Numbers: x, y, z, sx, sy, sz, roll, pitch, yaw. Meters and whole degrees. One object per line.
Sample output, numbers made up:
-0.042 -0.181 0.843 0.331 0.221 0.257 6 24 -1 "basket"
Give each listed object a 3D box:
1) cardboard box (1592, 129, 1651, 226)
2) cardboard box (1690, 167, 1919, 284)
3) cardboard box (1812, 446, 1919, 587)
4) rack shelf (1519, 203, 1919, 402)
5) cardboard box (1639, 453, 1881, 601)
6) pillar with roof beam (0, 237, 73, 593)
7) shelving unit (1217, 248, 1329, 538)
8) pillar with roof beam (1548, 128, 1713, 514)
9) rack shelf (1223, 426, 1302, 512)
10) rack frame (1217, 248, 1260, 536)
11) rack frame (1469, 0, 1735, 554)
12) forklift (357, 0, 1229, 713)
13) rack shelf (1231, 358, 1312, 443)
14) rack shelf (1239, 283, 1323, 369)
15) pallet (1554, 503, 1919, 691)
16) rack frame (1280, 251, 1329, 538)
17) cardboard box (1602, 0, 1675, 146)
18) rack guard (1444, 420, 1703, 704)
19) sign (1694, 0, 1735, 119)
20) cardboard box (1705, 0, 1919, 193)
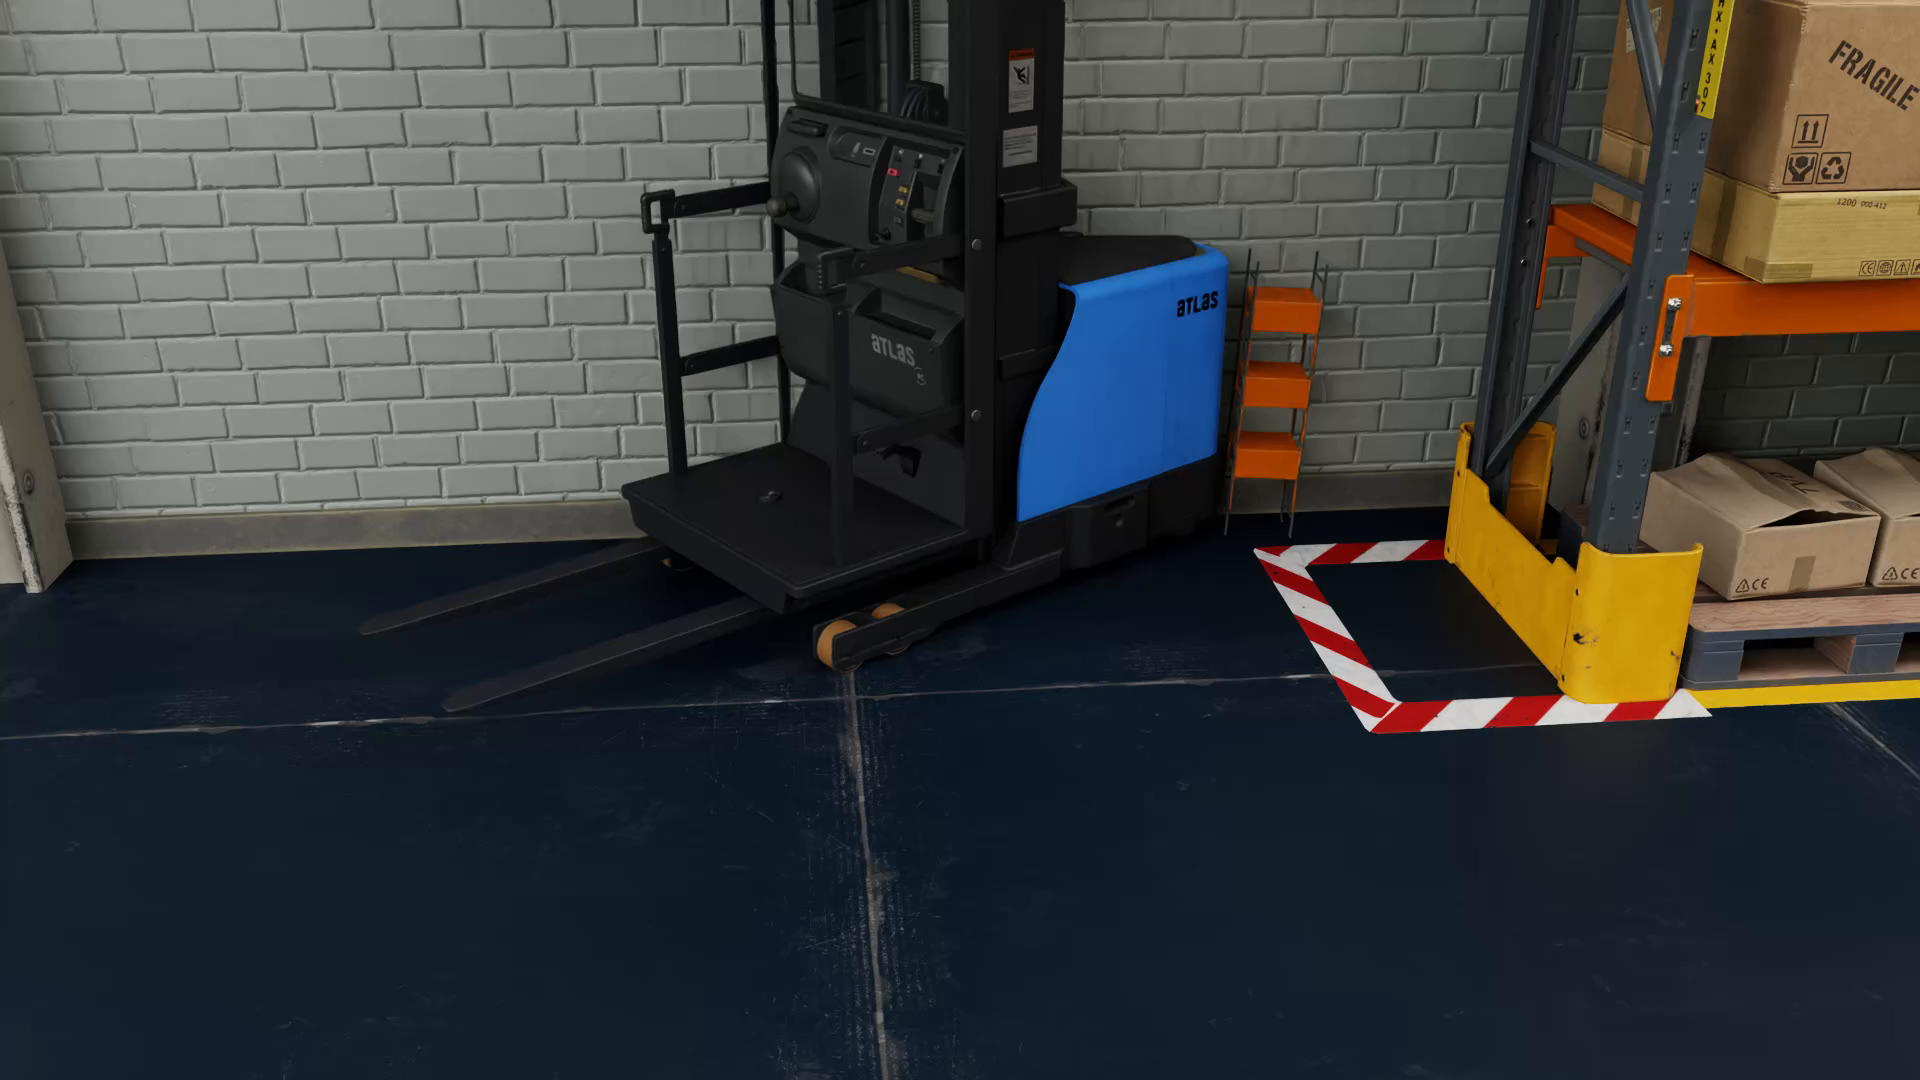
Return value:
2.374 -1.141 5.284 0.500 0.250 0.500 -2 24 -4 "cardboard box"
2.445 -0.935 4.821 0.500 0.250 0.500 -3 24 -7 "cardboard box"
3.193 -0.090 5.528 0.500 0.311 0.500 0 24 -1 "cardboard box"
3.918 -0.855 5.366 4.000 0.370 1.077 -2 24 -5 "rack shelf"
2.626 -0.067 5.477 0.500 0.311 0.500 -5 24 -11 "cardboard box"
-3.008 -2.243 0.217 0.400 9.000 9.100 -2 24 -5 "pillar with roof beam"
1.146 -0.532 6.139 0.252 1.050 0.215 2 24 -1 "shelving unit"
2.963 -2.482 0.756 0.400 9.000 9.100 -2 24 -5 "pillar with roof beam"
1.132 -0.268 6.257 0.240 0.259 0.215 2 24 -1 "rack shelf"
1.024 -0.537 6.137 0.008 1.050 0.200 2 24 -1 "rack frame"
1.928 -1.104 5.040 0.127 3.000 1.000 -2 24 -5 "rack frame"
-0.475 -1.156 5.243 3.031 2.935 1.130 -19 30 -36 "forklift"
1.145 -0.522 6.144 0.240 0.259 0.215 2 24 -1 "rack shelf"
1.158 -0.781 6.029 0.240 0.259 0.215 2 24 -1 "rack shelf"
2.816 0.149 5.654 1.213 0.211 1.003 -2 24 -5 "pallet"
1.267 -0.526 6.142 0.008 1.050 0.200 2 24 -1 "rack frame"
2.376 -1.492 5.150 0.500 0.500 0.500 -3 24 -6 "cardboard box"
2.004 0.036 5.554 0.348 0.500 1.175 -2 24 -5 "rack guard"
1.982 -1.280 4.371 0.005 0.325 0.100 -2 24 -5 "sign"
2.433 -1.284 4.683 0.500 0.500 0.500 -2 24 -5 "cardboard box"
